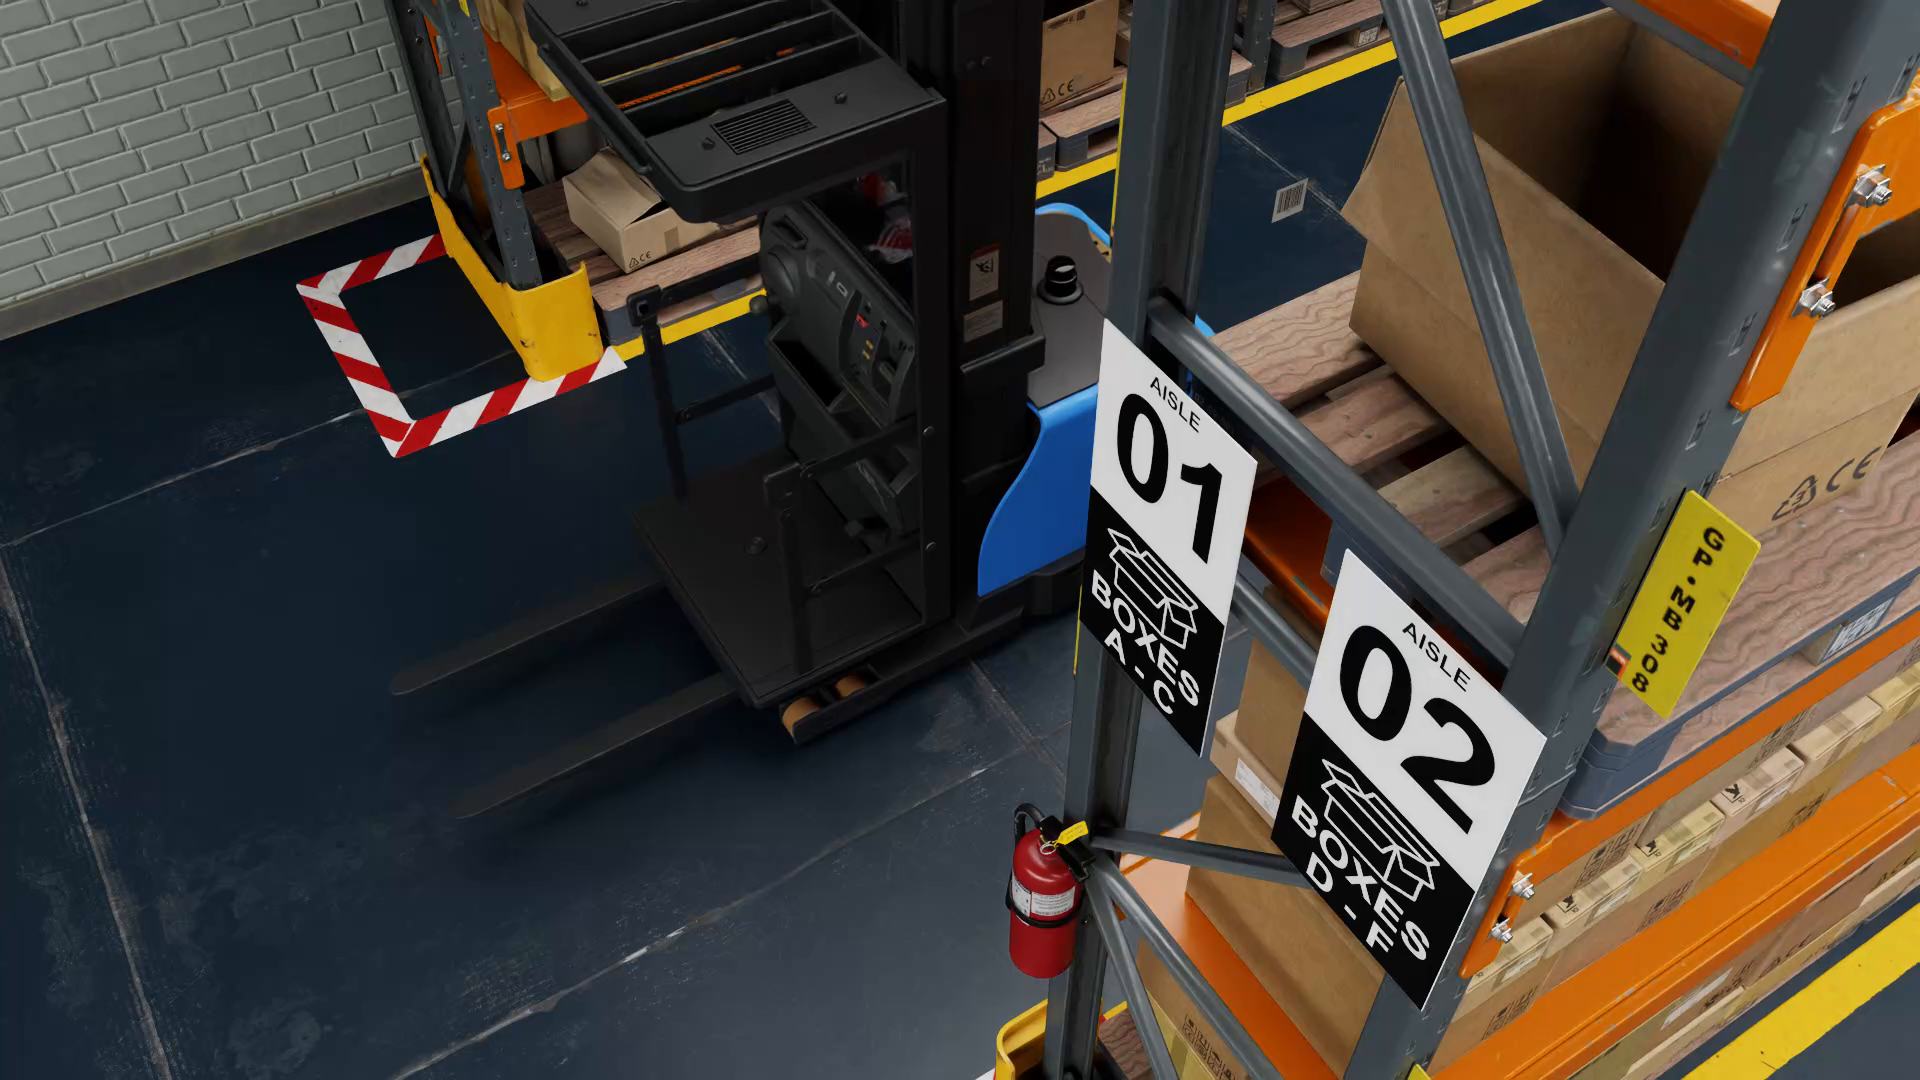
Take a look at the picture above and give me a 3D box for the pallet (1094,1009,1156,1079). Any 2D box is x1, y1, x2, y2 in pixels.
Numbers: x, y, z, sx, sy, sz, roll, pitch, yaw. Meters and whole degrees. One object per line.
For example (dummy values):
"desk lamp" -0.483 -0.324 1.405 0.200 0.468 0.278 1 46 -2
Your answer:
"pallet" 1.182 1.640 5.093 1.213 0.211 1.003 -25 53 -21

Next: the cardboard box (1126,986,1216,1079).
"cardboard box" 0.853 1.419 4.983 0.500 0.250 0.500 -25 53 -21

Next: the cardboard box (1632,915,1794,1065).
"cardboard box" 1.967 1.089 4.775 0.500 0.500 0.500 -25 53 -21

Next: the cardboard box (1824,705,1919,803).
"cardboard box" 2.267 0.215 4.429 0.500 0.500 0.700 -24 52 -20

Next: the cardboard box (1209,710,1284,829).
"cardboard box" 0.779 0.523 3.720 0.250 0.149 0.380 -26 53 -21

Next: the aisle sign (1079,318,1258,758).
"aisle sign" 0.345 0.020 2.928 0.004 0.787 0.394 -25 53 -21

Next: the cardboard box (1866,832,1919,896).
"cardboard box" 2.815 0.692 5.128 0.500 0.500 0.500 -25 53 -21

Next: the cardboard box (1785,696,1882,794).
"cardboard box" 1.876 0.363 3.862 0.250 0.149 0.380 -27 54 -22

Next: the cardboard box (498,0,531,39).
"cardboard box" -1.525 -2.289 6.311 0.500 0.500 0.500 -25 53 -21

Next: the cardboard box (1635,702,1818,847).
"cardboard box" 1.446 0.168 3.602 0.500 0.500 0.700 -27 53 -22

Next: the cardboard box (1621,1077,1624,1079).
"cardboard box" 1.550 1.544 4.871 0.500 0.250 0.500 -25 53 -21

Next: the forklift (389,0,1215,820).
"forklift" -0.583 -0.702 5.358 3.031 2.935 1.130 -25 53 -21

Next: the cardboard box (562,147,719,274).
"cardboard box" -1.456 -1.554 7.576 0.500 0.311 0.500 -31 55 -25

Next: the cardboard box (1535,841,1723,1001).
"cardboard box" 1.401 0.621 4.067 0.500 0.500 0.700 -24 53 -20

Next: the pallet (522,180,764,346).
"pallet" -1.319 -1.487 7.878 1.213 0.211 1.003 -25 53 -21

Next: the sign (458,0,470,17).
"sign" -1.799 -2.028 5.913 0.005 0.325 0.100 -25 53 -21

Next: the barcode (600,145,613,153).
"barcode" -1.654 -1.817 7.804 0.075 0.075 0.001 -25 53 -21

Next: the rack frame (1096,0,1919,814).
"rack frame" 0.557 -0.951 1.516 0.127 3.000 1.000 -25 53 -21

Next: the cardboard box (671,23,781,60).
"cardboard box" -1.075 -2.250 6.777 0.500 0.250 0.500 -27 54 -22

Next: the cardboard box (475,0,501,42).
"cardboard box" -1.797 -2.348 6.865 0.500 0.250 0.500 -25 53 -20

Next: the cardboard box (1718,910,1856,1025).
"cardboard box" 2.399 1.149 5.223 0.500 0.250 0.500 -25 53 -21

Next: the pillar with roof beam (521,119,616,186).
"pillar with roof beam" 0.338 -2.184 2.615 0.400 9.000 9.100 -25 53 -21

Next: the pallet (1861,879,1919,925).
"pallet" 3.245 0.668 5.959 1.213 0.211 1.003 -25 53 -21

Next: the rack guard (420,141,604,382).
"rack guard" -2.025 -1.282 7.502 0.348 0.500 1.175 -25 53 -21

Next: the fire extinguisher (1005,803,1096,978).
"fire extinguisher" 0.209 0.824 4.005 0.183 0.674 0.296 -25 53 -21

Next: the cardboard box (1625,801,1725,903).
"cardboard box" 1.438 0.570 3.678 0.250 0.149 0.380 -25 53 -21

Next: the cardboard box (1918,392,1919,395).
"cardboard box" 1.646 -0.413 2.840 0.250 0.149 0.380 -25 53 -21

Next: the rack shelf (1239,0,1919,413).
"rack shelf" 2.249 -1.376 2.644 4.000 0.370 1.077 -25 53 -21

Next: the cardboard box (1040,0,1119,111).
"cardboard box" 0.437 -2.553 8.340 0.500 0.500 0.500 -29 54 -23

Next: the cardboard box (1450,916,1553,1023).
"cardboard box" 1.004 0.775 3.495 0.250 0.149 0.380 -26 53 -21

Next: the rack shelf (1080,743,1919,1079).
"rack shelf" 2.249 0.487 4.735 4.000 0.370 1.077 -25 53 -21

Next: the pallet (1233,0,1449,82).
"pallet" 1.952 -3.061 9.280 1.213 0.211 1.003 -25 53 -21

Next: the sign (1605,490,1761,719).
"sign" 0.848 0.083 1.966 0.005 0.325 0.100 -25 53 -21

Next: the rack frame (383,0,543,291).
"rack frame" -2.089 -2.083 6.542 0.127 3.000 1.000 -25 53 -21
